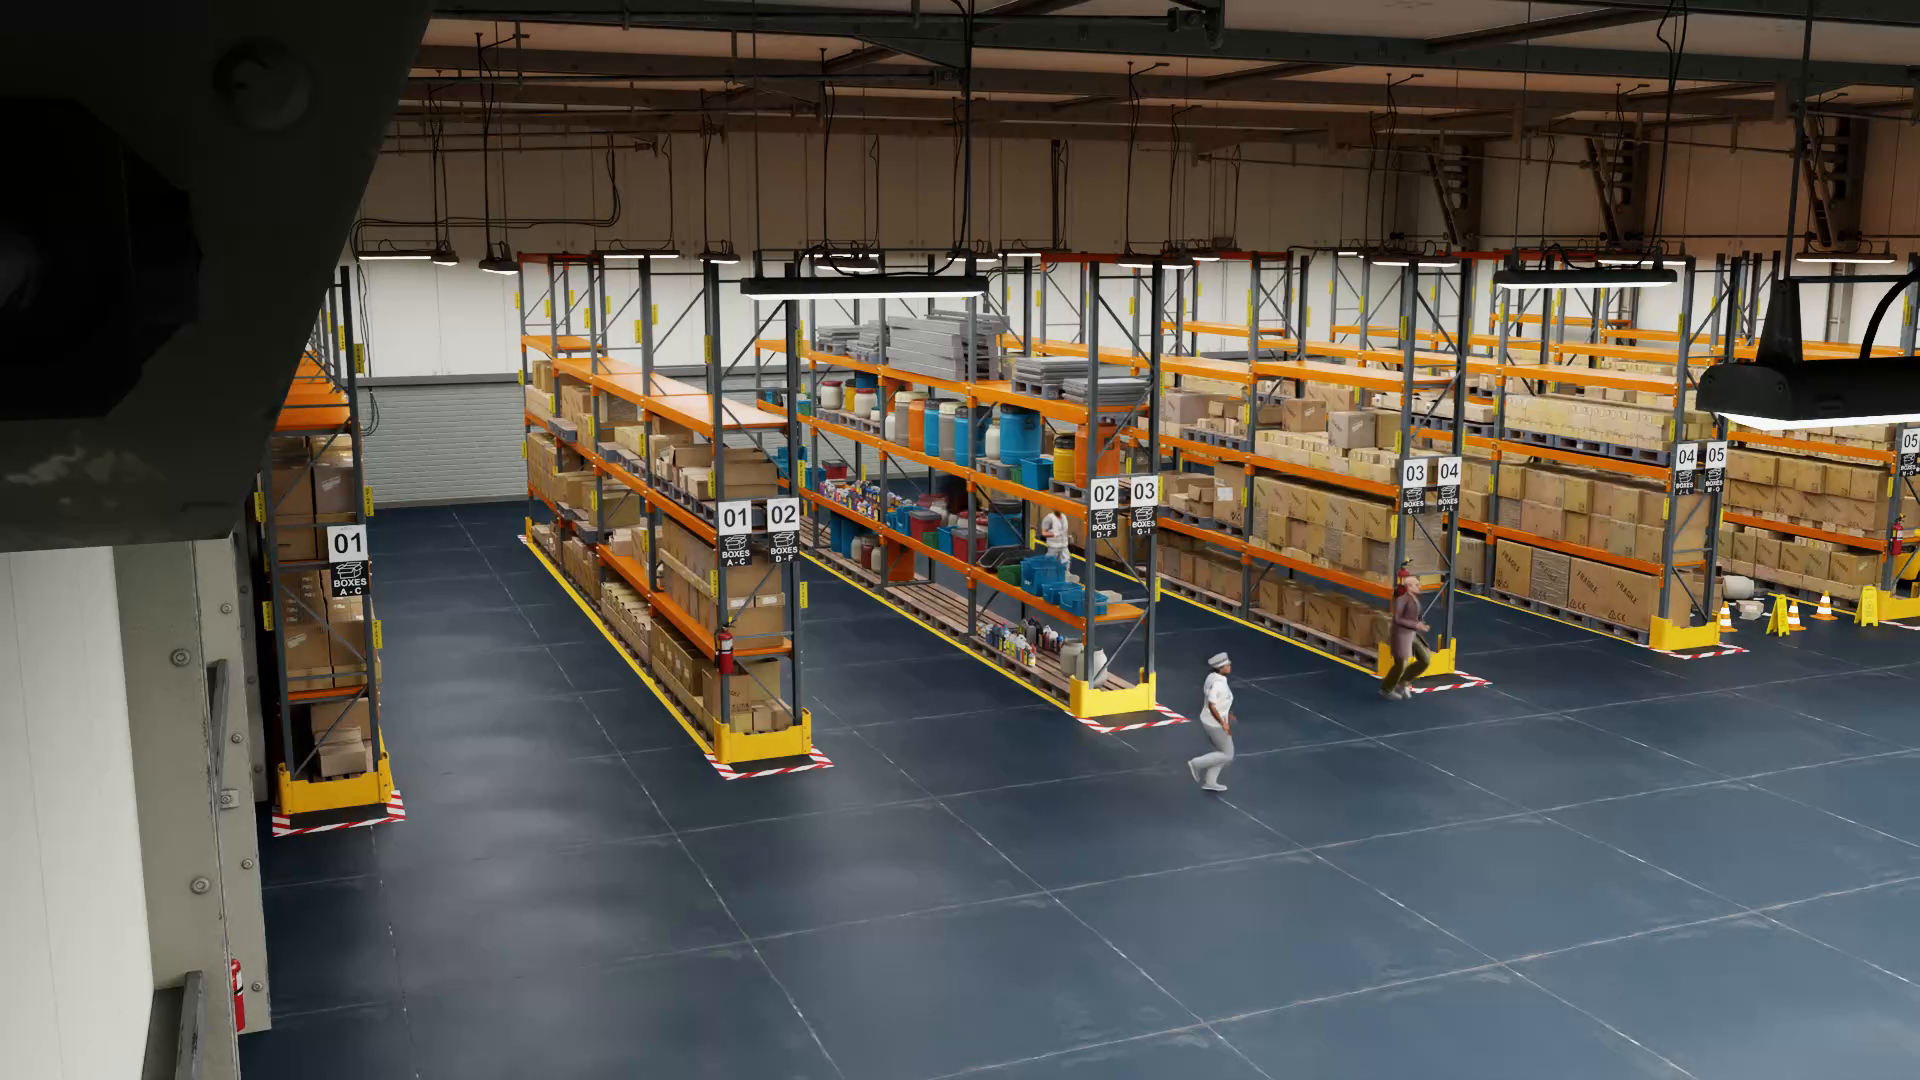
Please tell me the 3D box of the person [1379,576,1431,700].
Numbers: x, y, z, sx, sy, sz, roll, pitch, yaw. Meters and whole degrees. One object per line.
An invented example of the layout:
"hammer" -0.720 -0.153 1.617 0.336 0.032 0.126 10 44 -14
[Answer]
"person" 6.152 1.353 22.832 0.755 1.742 0.731 9 14 42

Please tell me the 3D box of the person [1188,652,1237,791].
"person" 2.906 2.092 19.100 0.593 1.645 0.558 0 10 -1

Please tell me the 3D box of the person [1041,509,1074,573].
"person" 1.702 0.130 29.250 0.668 1.765 0.998 -7 12 -32
